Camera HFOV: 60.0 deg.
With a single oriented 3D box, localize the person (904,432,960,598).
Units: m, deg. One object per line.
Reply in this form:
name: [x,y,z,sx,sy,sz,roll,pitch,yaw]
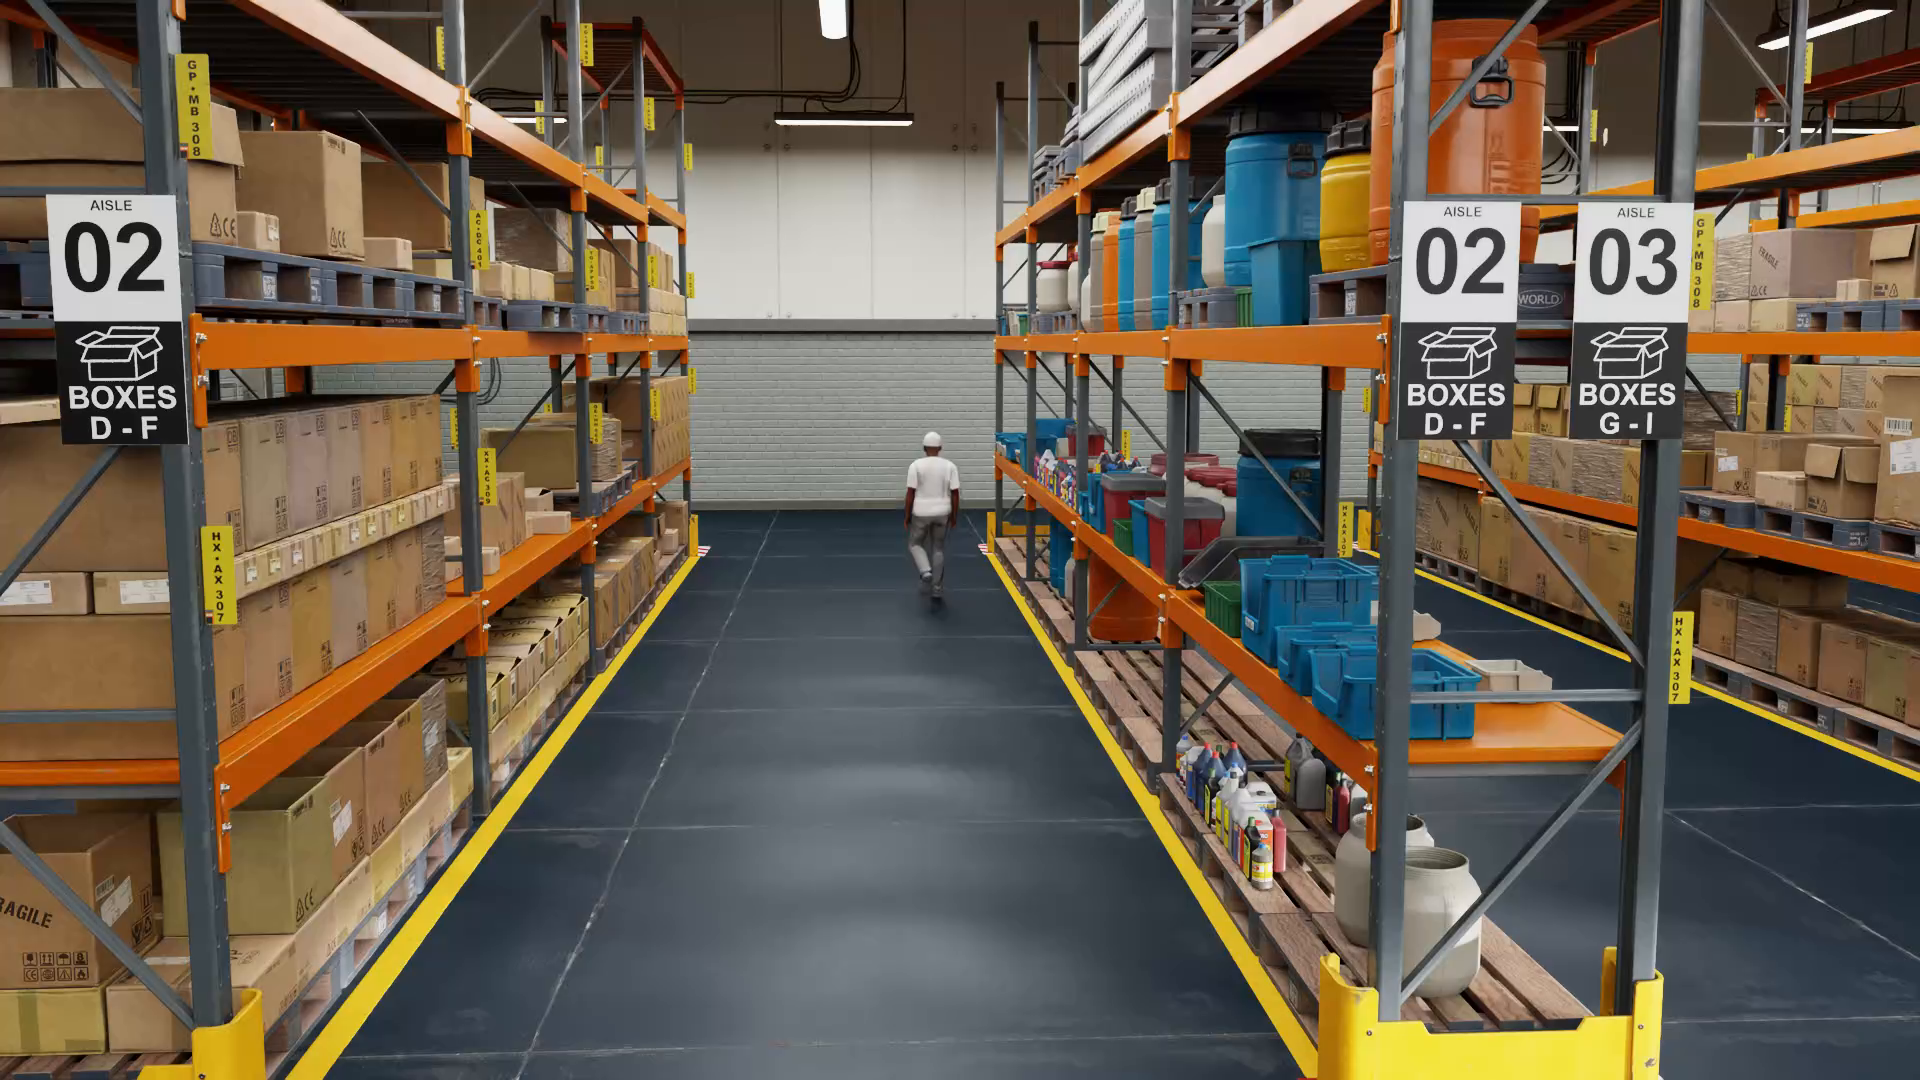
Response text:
person: [-0.304,-0.267,17.630,0.598,1.757,0.499,-1,7,-10]
